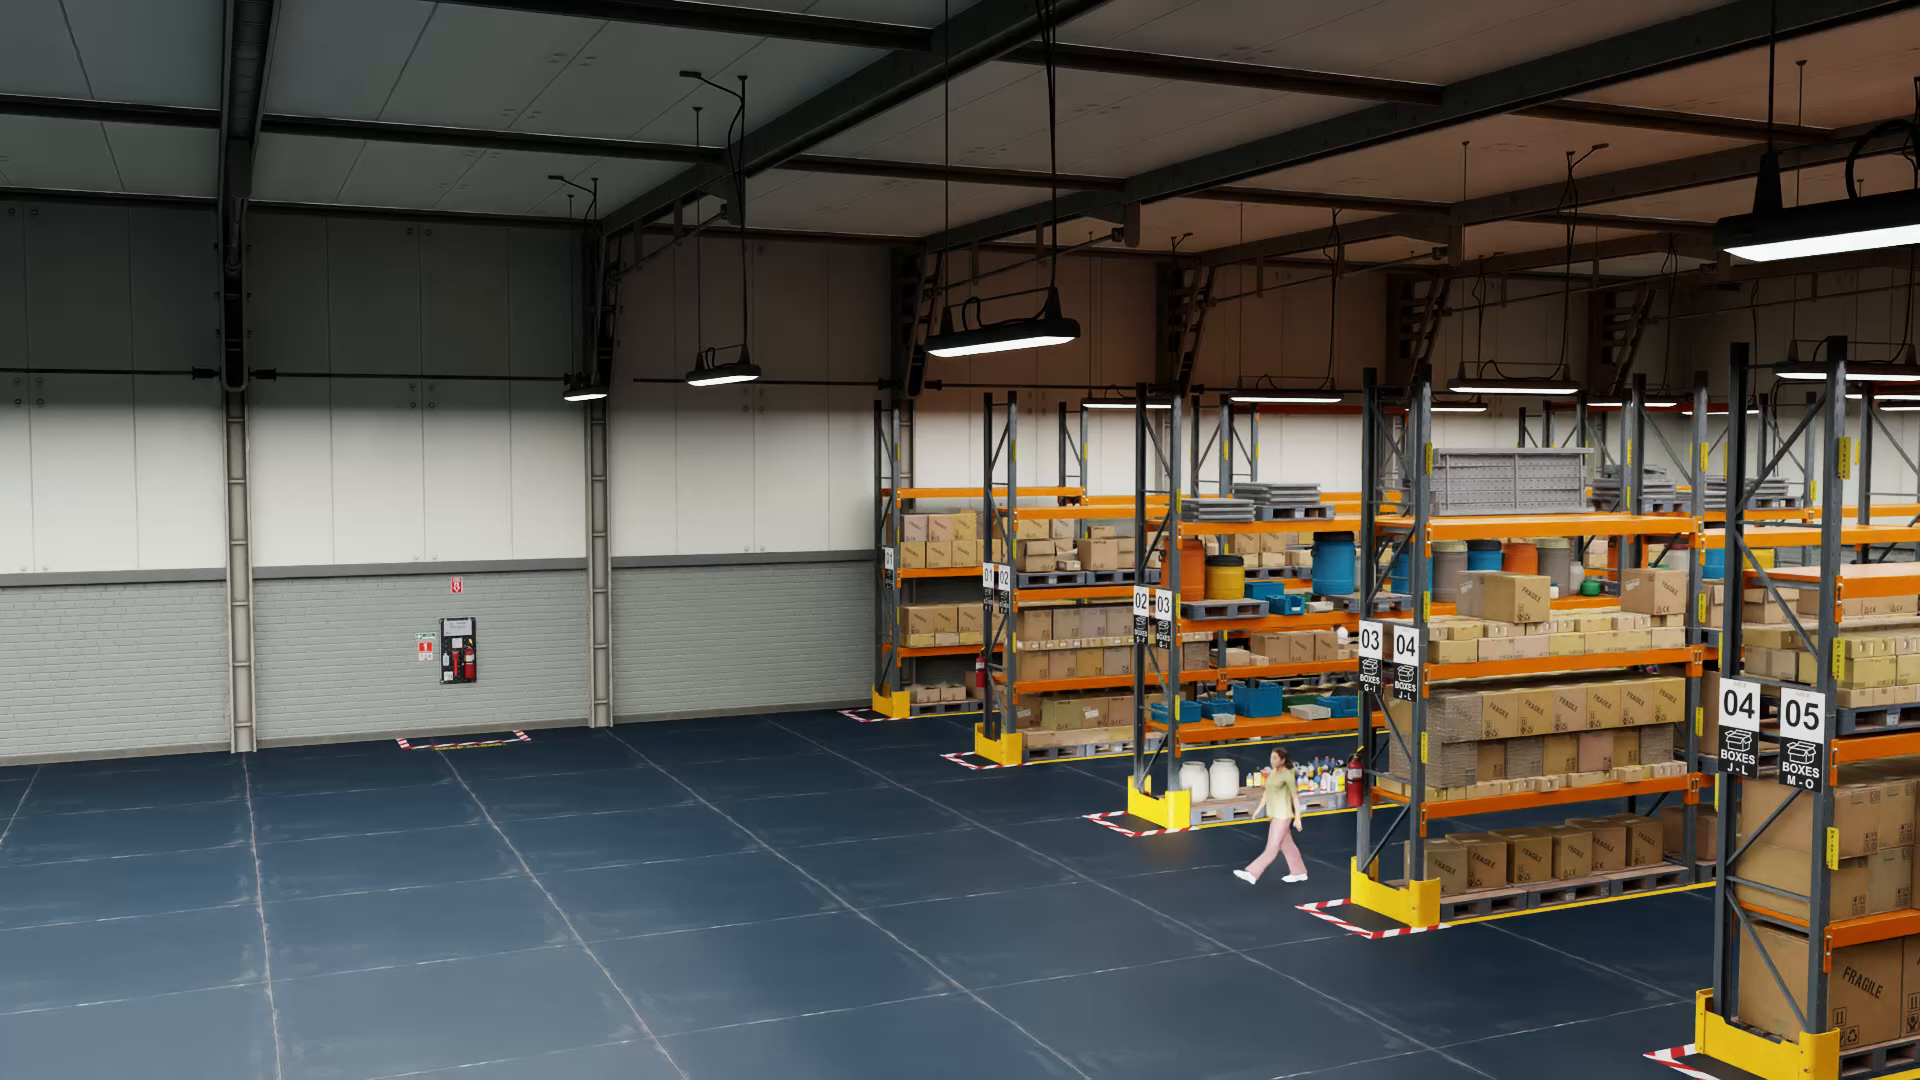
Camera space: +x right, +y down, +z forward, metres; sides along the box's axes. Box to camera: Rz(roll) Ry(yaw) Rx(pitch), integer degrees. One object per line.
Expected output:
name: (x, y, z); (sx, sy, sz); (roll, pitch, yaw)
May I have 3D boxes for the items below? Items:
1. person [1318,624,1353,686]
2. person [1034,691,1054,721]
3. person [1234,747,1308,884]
person: (7.540, 2.326, 33.577); (1.067, 1.695, 0.597); (-2, 4, -33)
person: (1.452, 2.600, 29.404); (0.671, 1.736, 0.594); (-1, 3, -12)
person: (3.602, 3.212, 19.339); (1.044, 1.617, 0.469); (-1, 3, -15)
